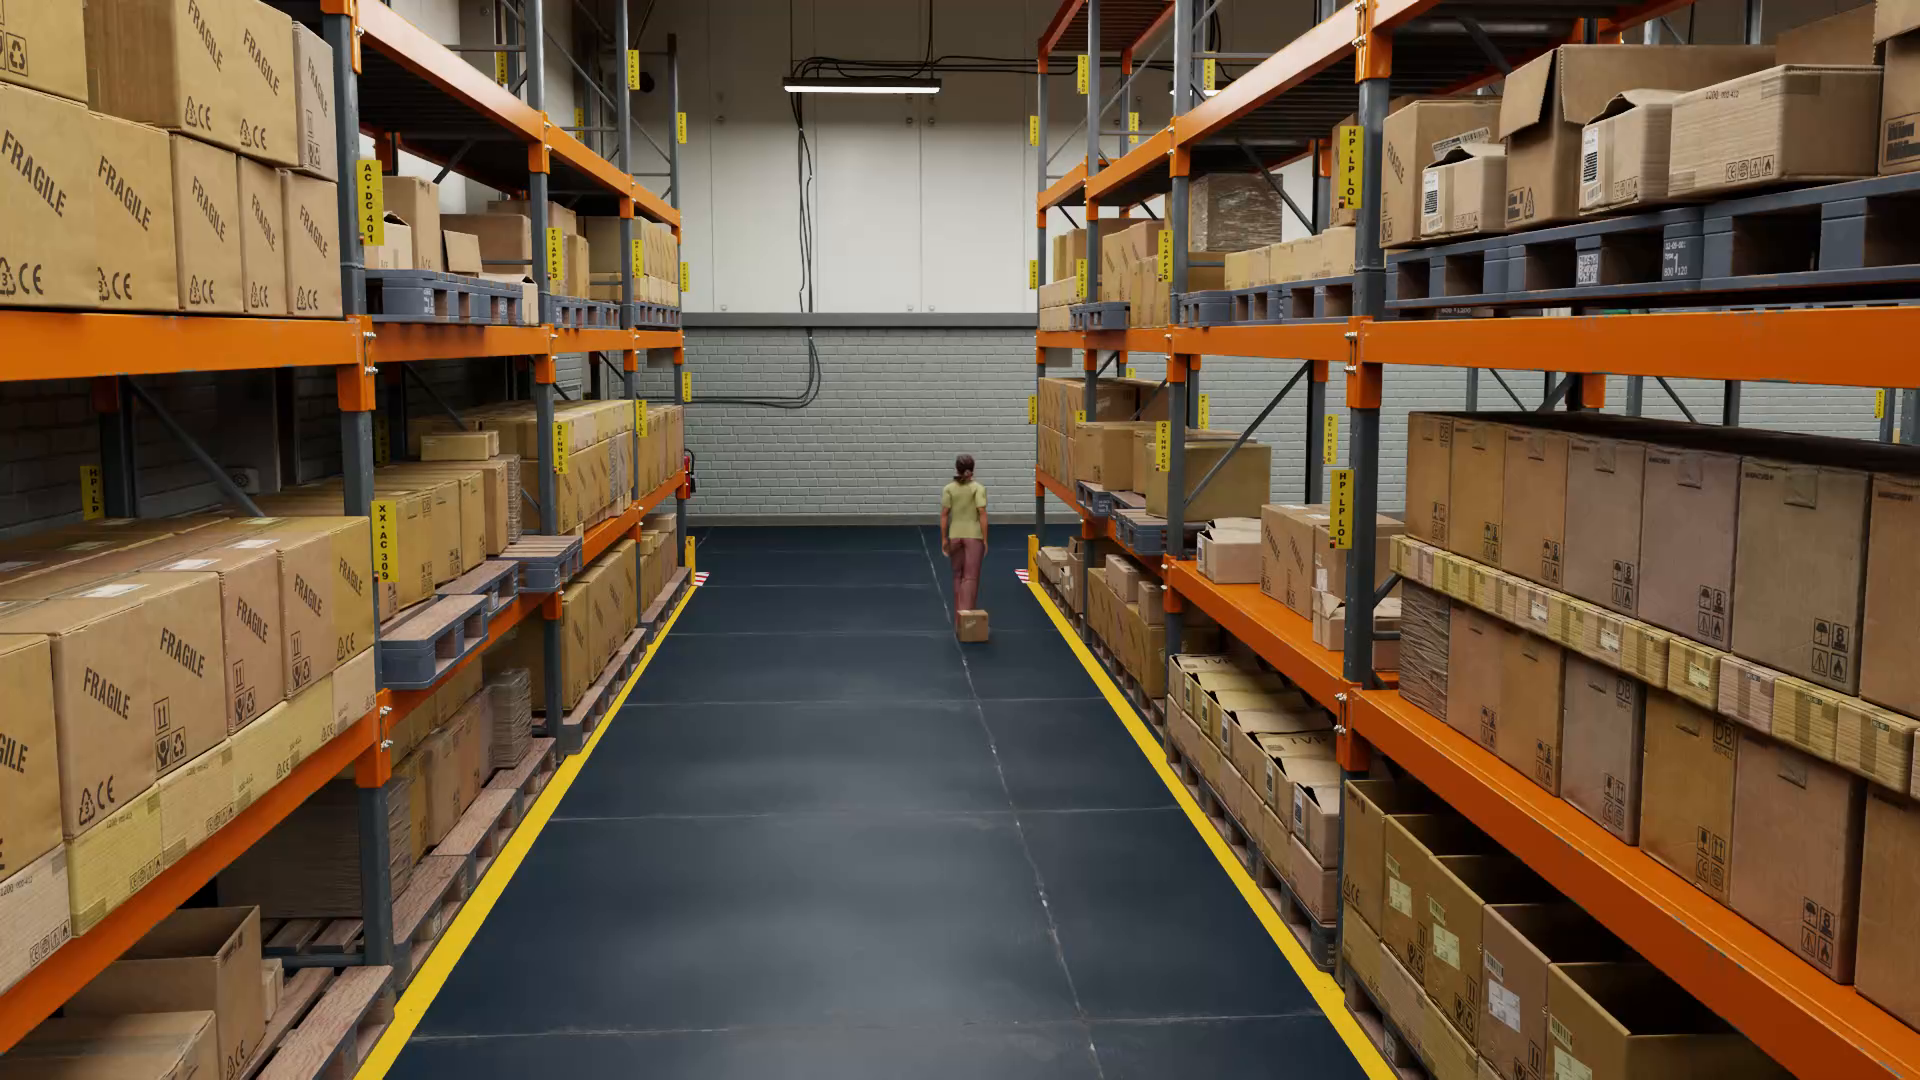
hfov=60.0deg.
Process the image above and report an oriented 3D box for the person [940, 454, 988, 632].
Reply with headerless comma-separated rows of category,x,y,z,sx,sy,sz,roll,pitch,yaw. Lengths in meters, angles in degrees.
person,0.050,0.030,15.528,0.477,1.666,0.568,3,8,23
